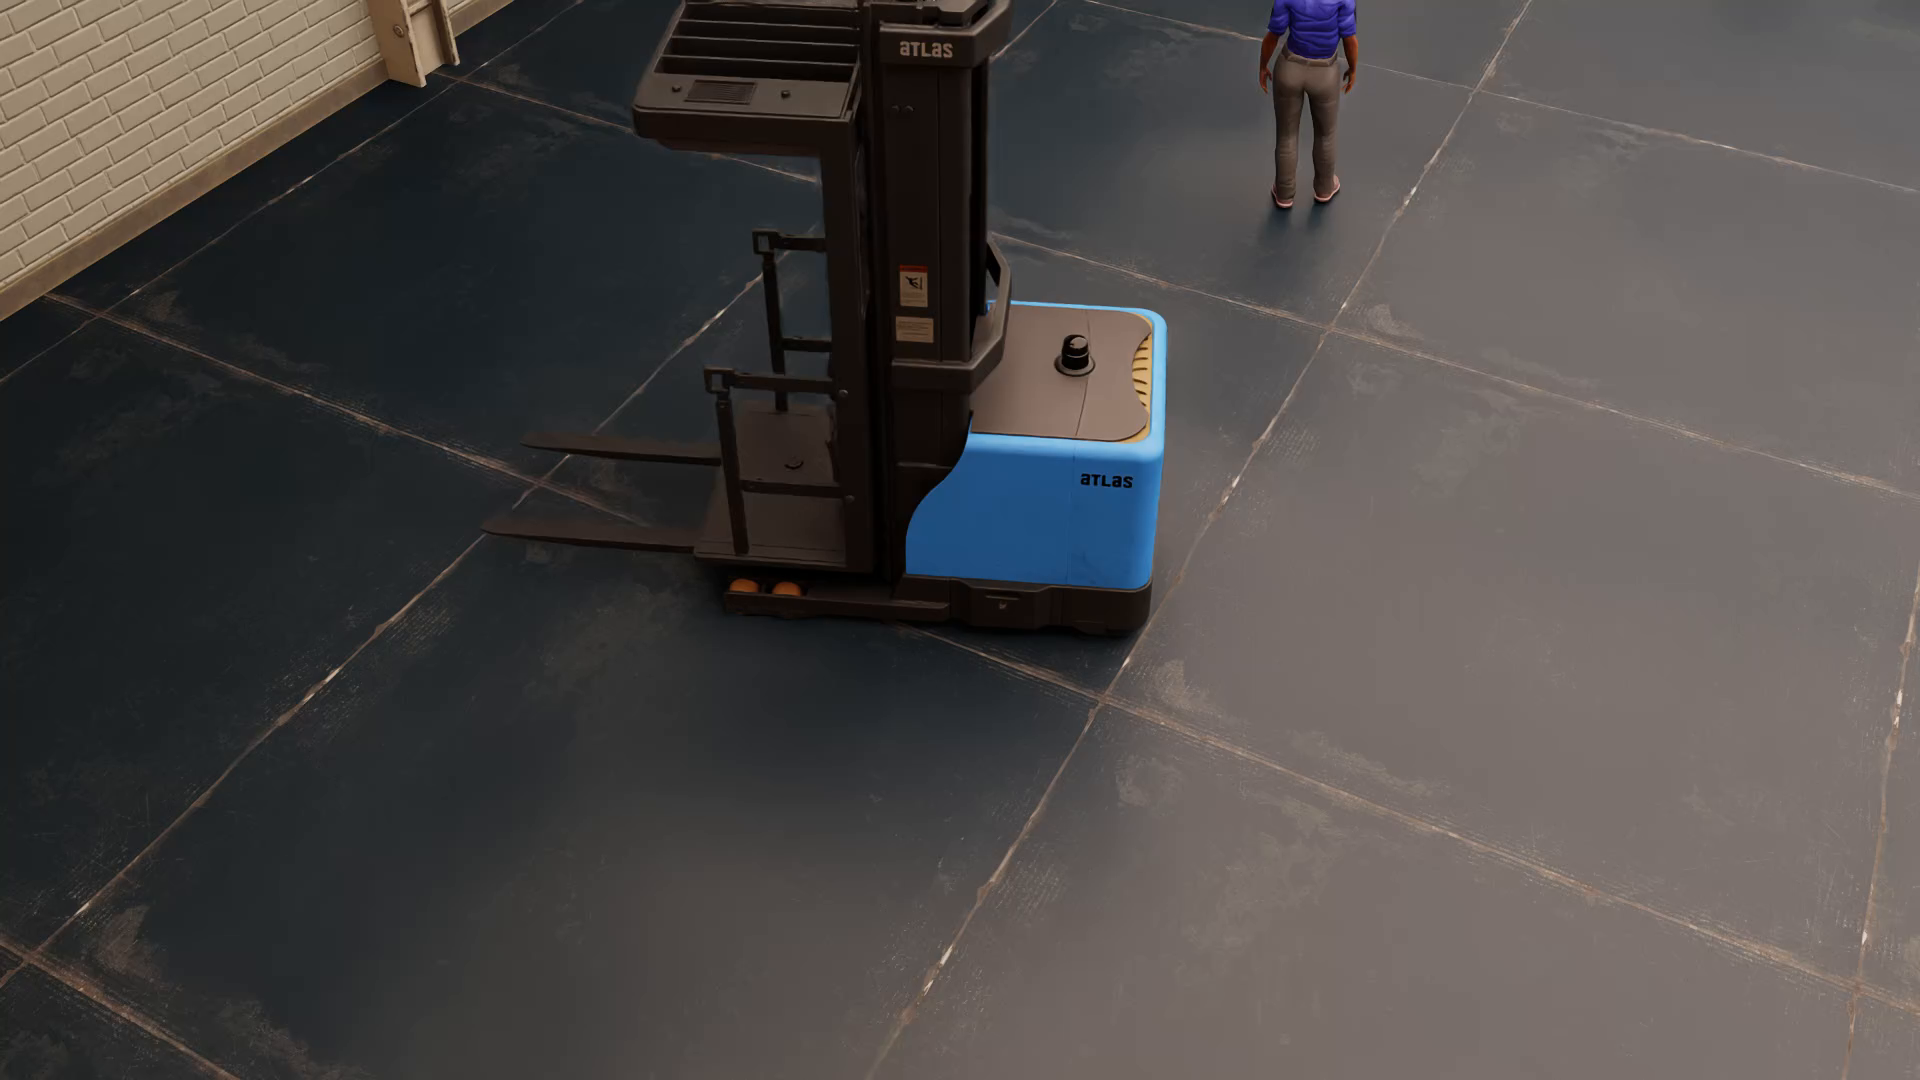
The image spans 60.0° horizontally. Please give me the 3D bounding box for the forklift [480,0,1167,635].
[{"bbox_3d":[-0.632,-1.075,6.795,3.031,2.935,1.130,4,43,4],"label":"forklift"}]

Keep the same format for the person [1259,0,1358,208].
[{"bbox_3d":[1.976,-2.653,9.390,0.569,1.654,0.504,8,44,9],"label":"person"}]
